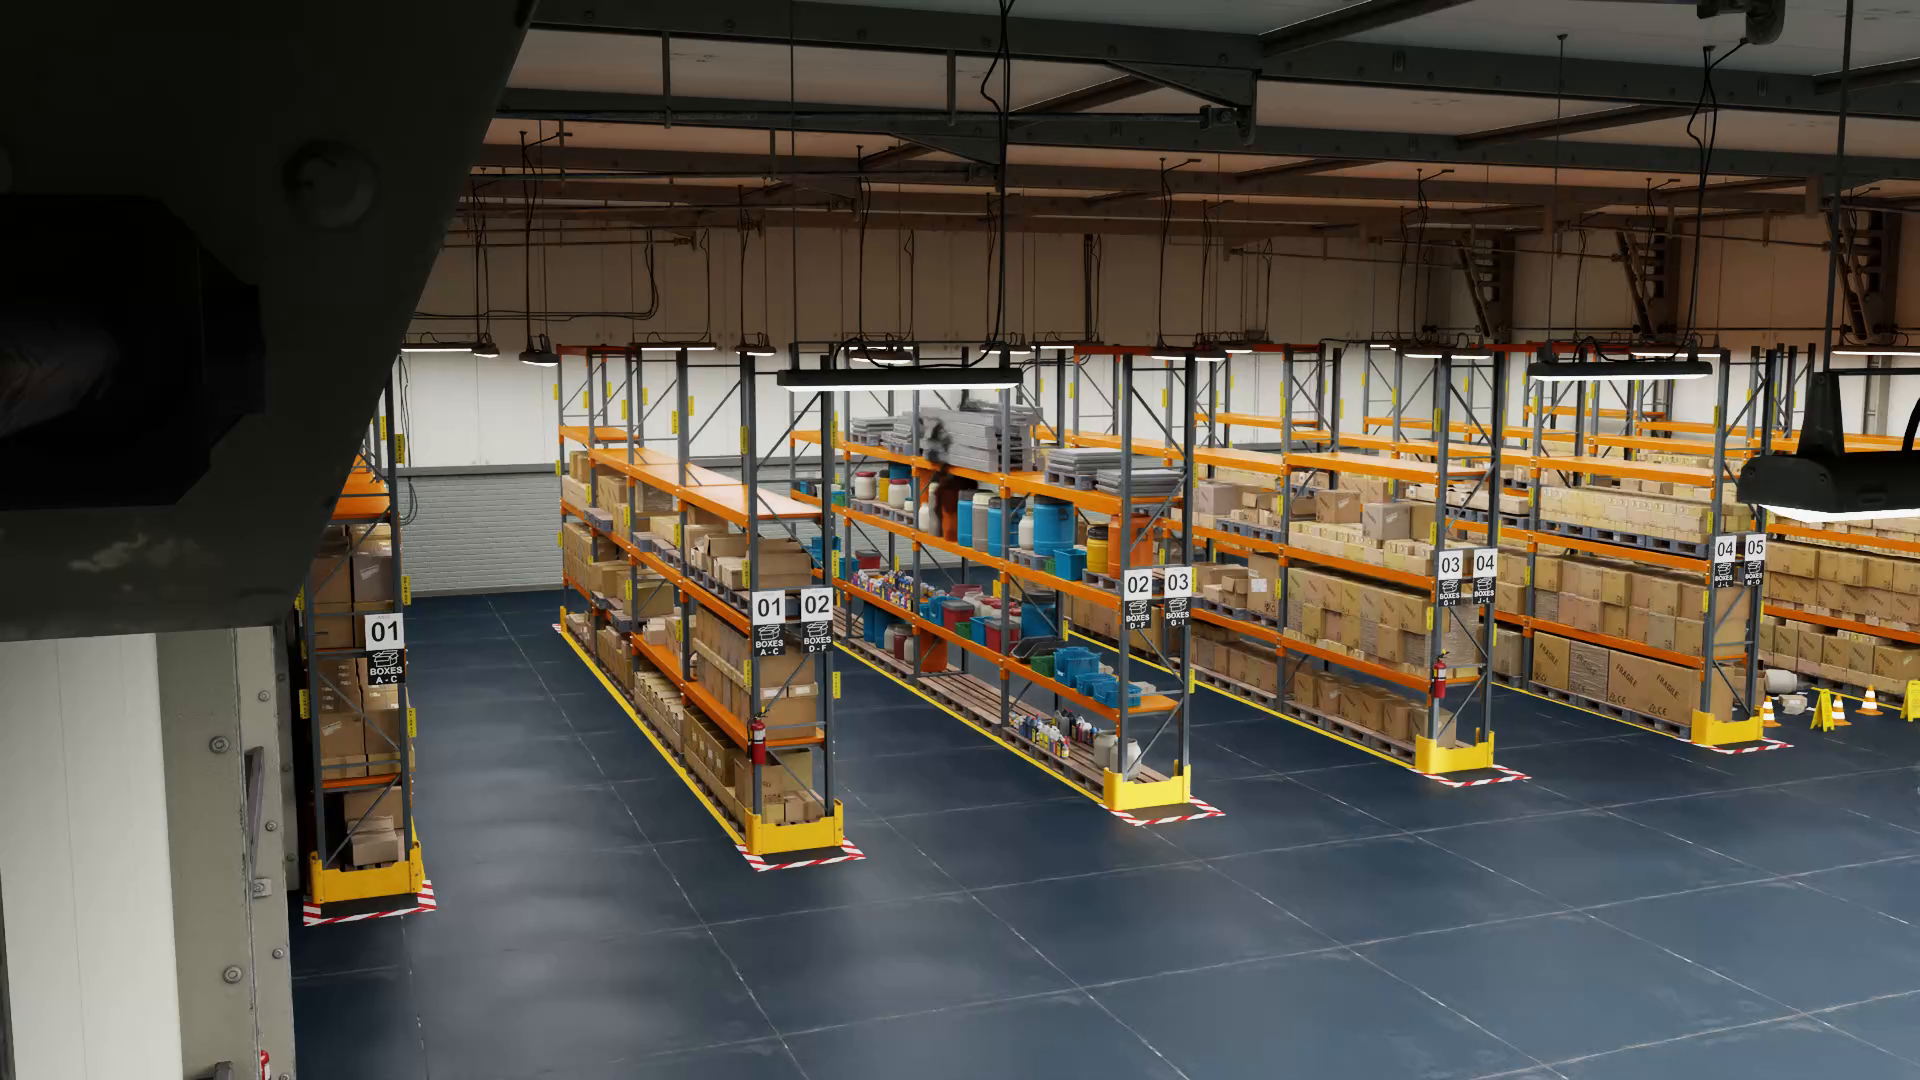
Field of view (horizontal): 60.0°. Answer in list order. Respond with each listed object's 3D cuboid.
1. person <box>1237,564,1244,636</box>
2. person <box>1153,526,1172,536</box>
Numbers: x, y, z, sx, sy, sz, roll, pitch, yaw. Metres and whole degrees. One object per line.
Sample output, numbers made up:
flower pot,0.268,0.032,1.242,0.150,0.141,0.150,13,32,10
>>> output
person,5.423,1.331,32.652,0.706,1.726,0.575,-2,8,-19
person,4.929,0.267,41.115,0.866,1.697,0.739,-5,9,-34
